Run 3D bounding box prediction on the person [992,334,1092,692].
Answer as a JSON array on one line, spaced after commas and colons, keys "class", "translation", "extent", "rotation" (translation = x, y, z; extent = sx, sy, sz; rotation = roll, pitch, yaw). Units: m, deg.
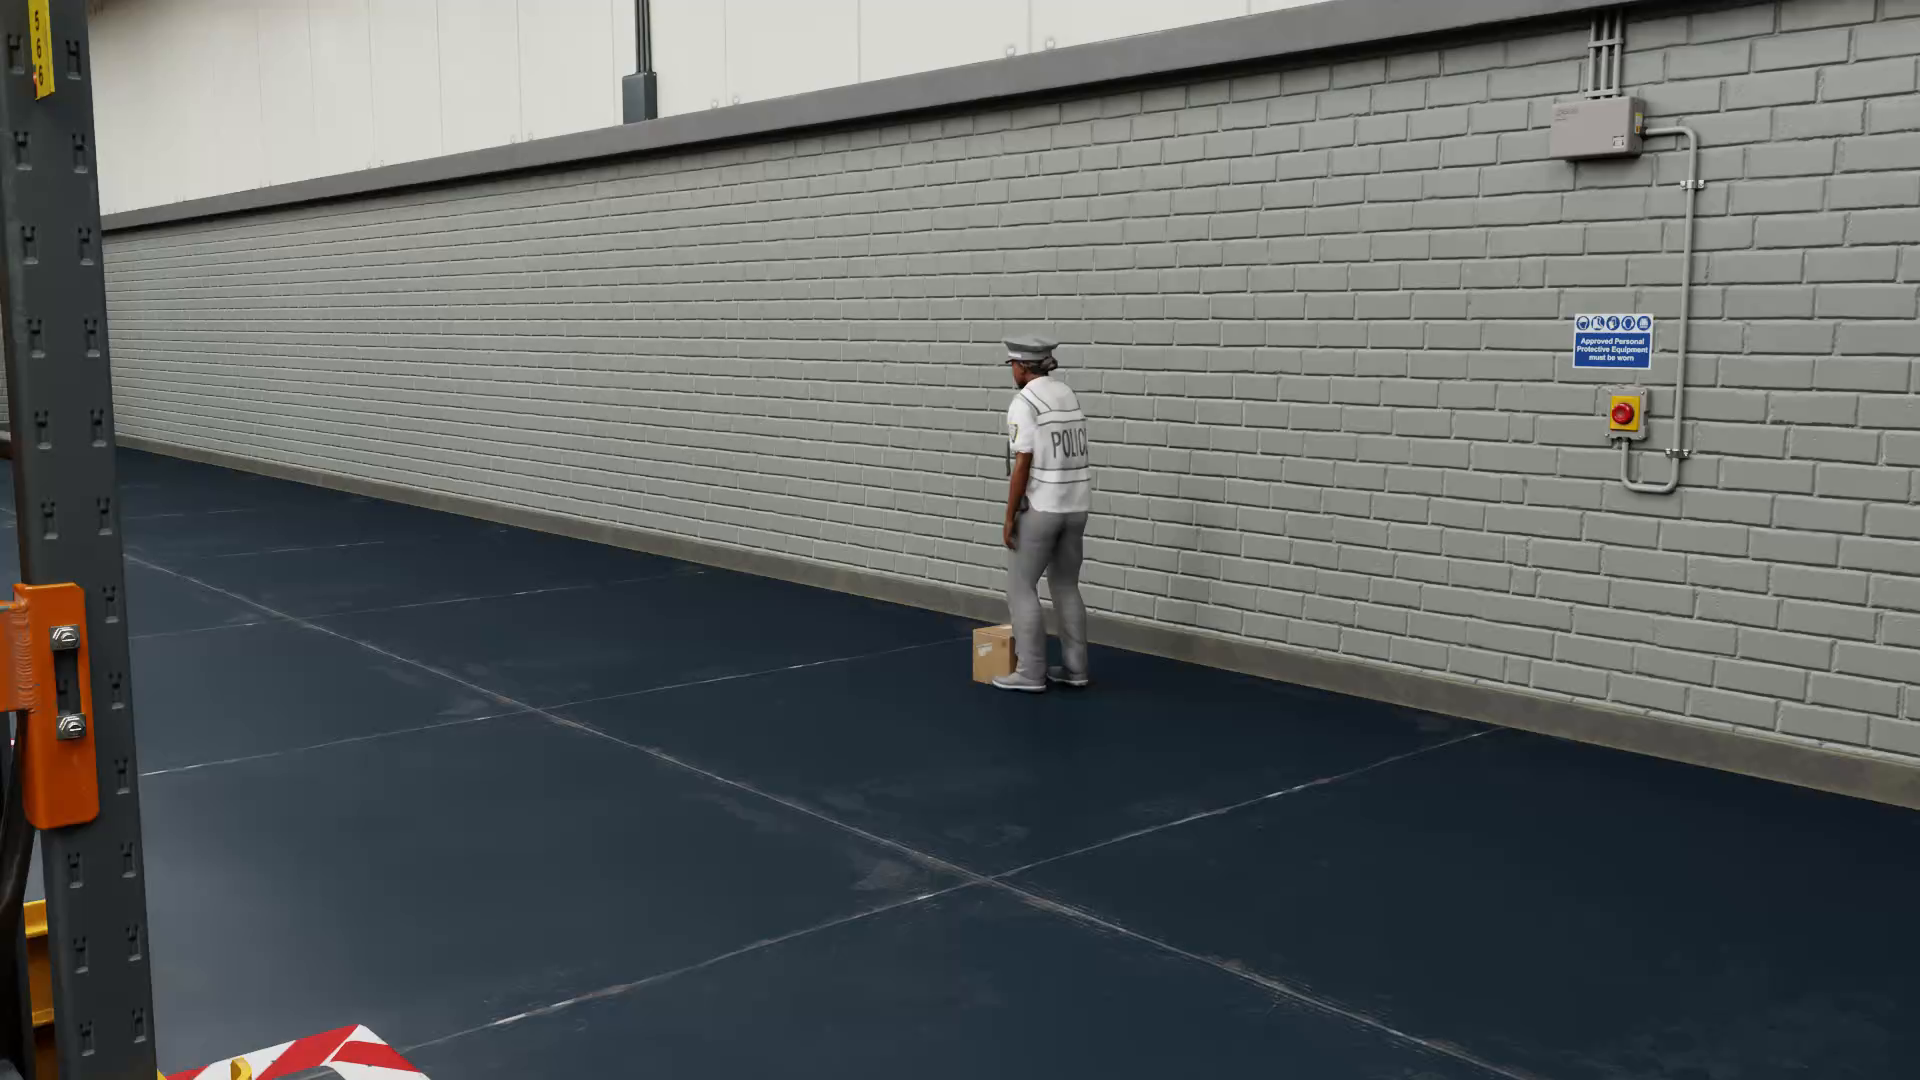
[{"class": "person", "translation": [0.388, -0.123, 7.722], "extent": [0.527, 1.658, 0.428], "rotation": [-7, 11, -44]}]
